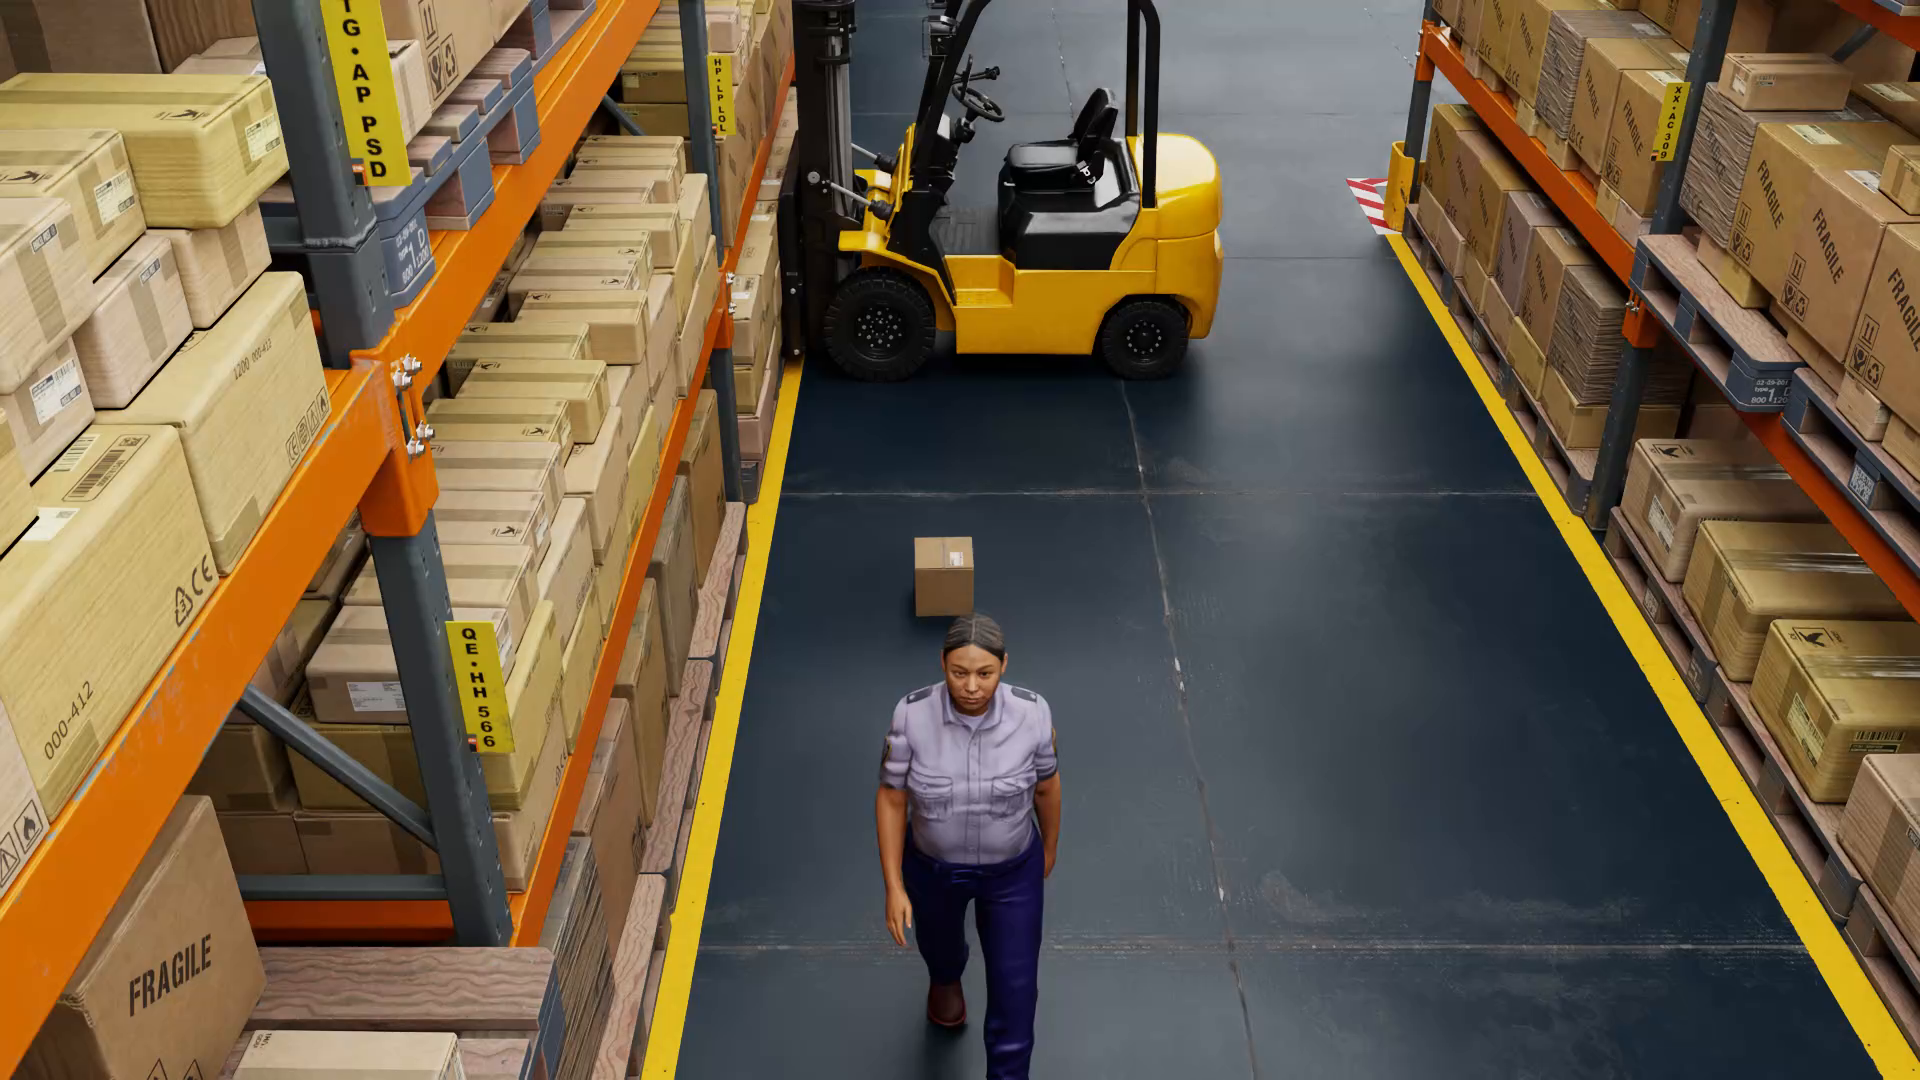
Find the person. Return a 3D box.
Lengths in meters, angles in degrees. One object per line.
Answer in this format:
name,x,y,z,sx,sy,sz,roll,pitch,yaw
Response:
person,0.020,0.946,4.624,0.509,1.600,0.917,2,32,3
